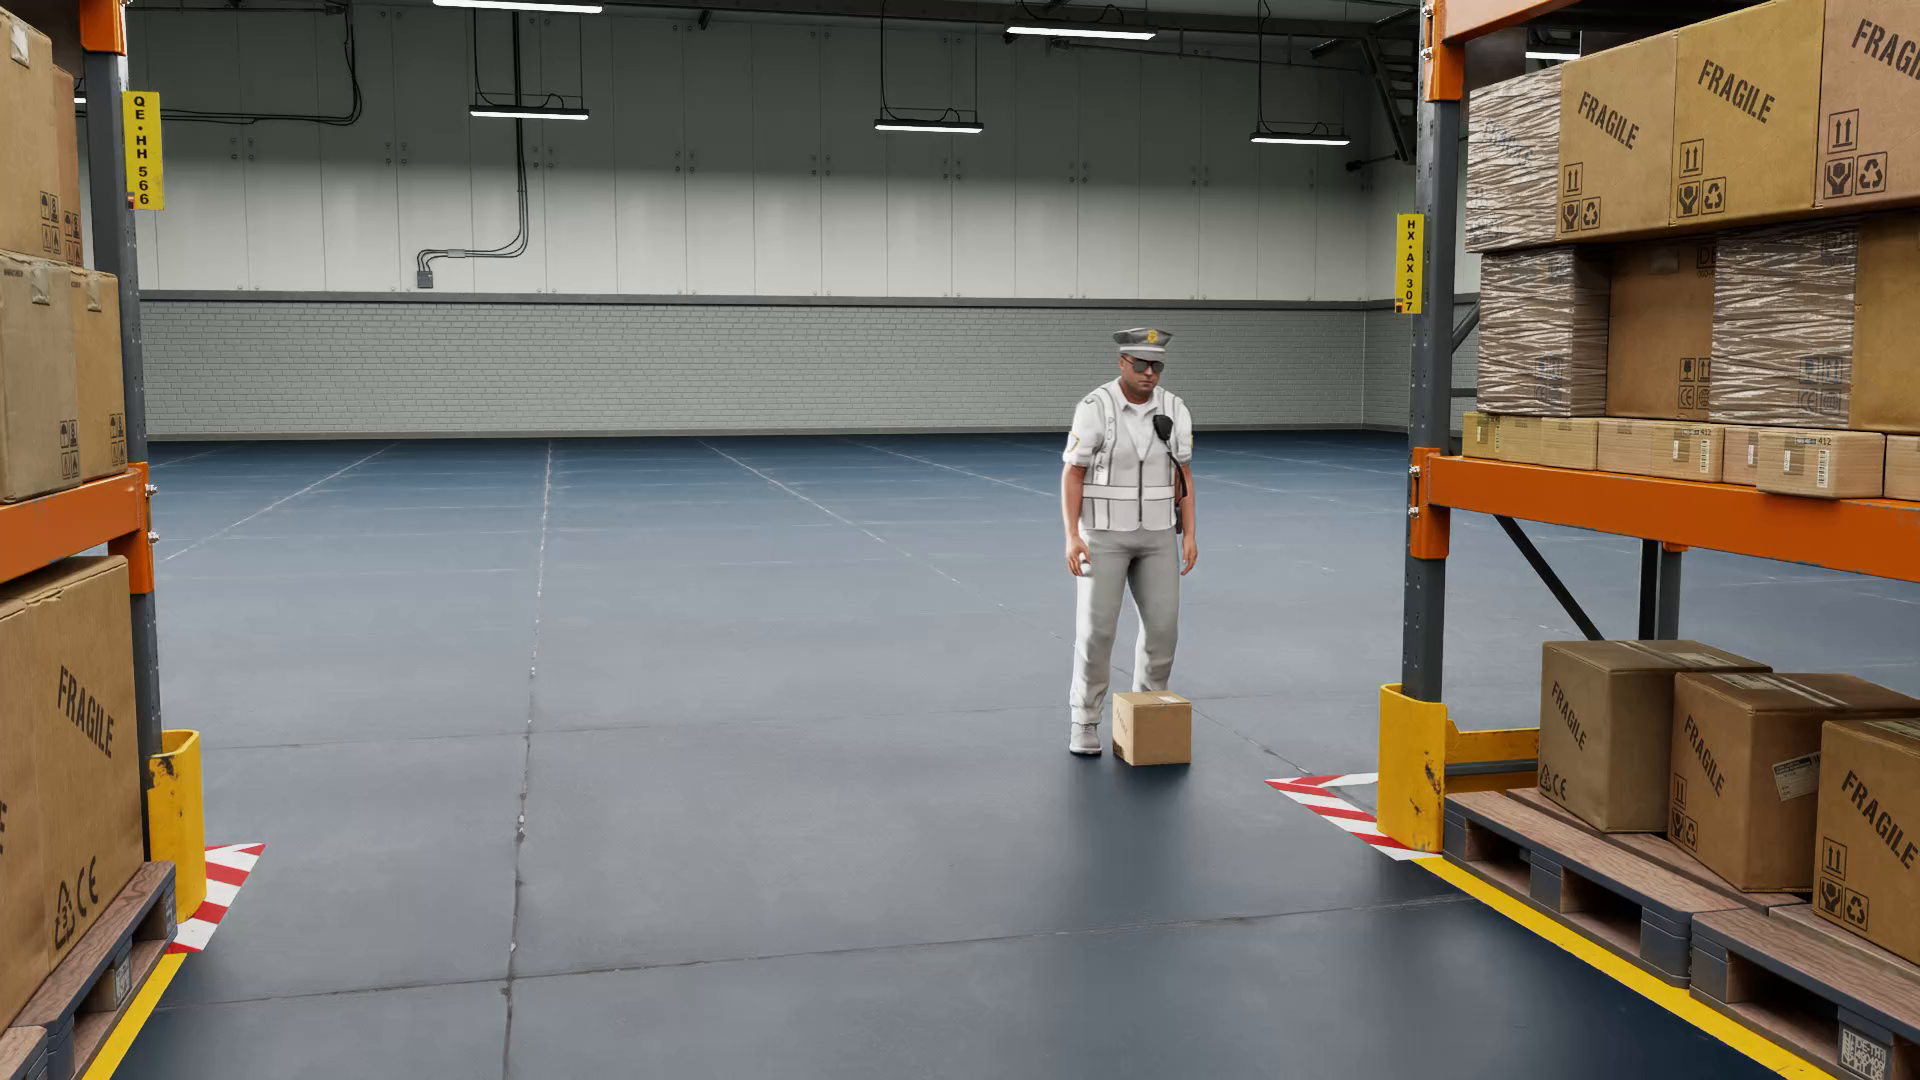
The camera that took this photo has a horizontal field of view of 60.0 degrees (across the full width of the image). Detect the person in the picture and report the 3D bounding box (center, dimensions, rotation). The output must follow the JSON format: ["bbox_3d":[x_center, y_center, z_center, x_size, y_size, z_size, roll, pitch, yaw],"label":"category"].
[{"bbox_3d":[0.707,-0.007,6.976,0.586,1.748,0.436,-1,6,-13],"label":"person"}]
